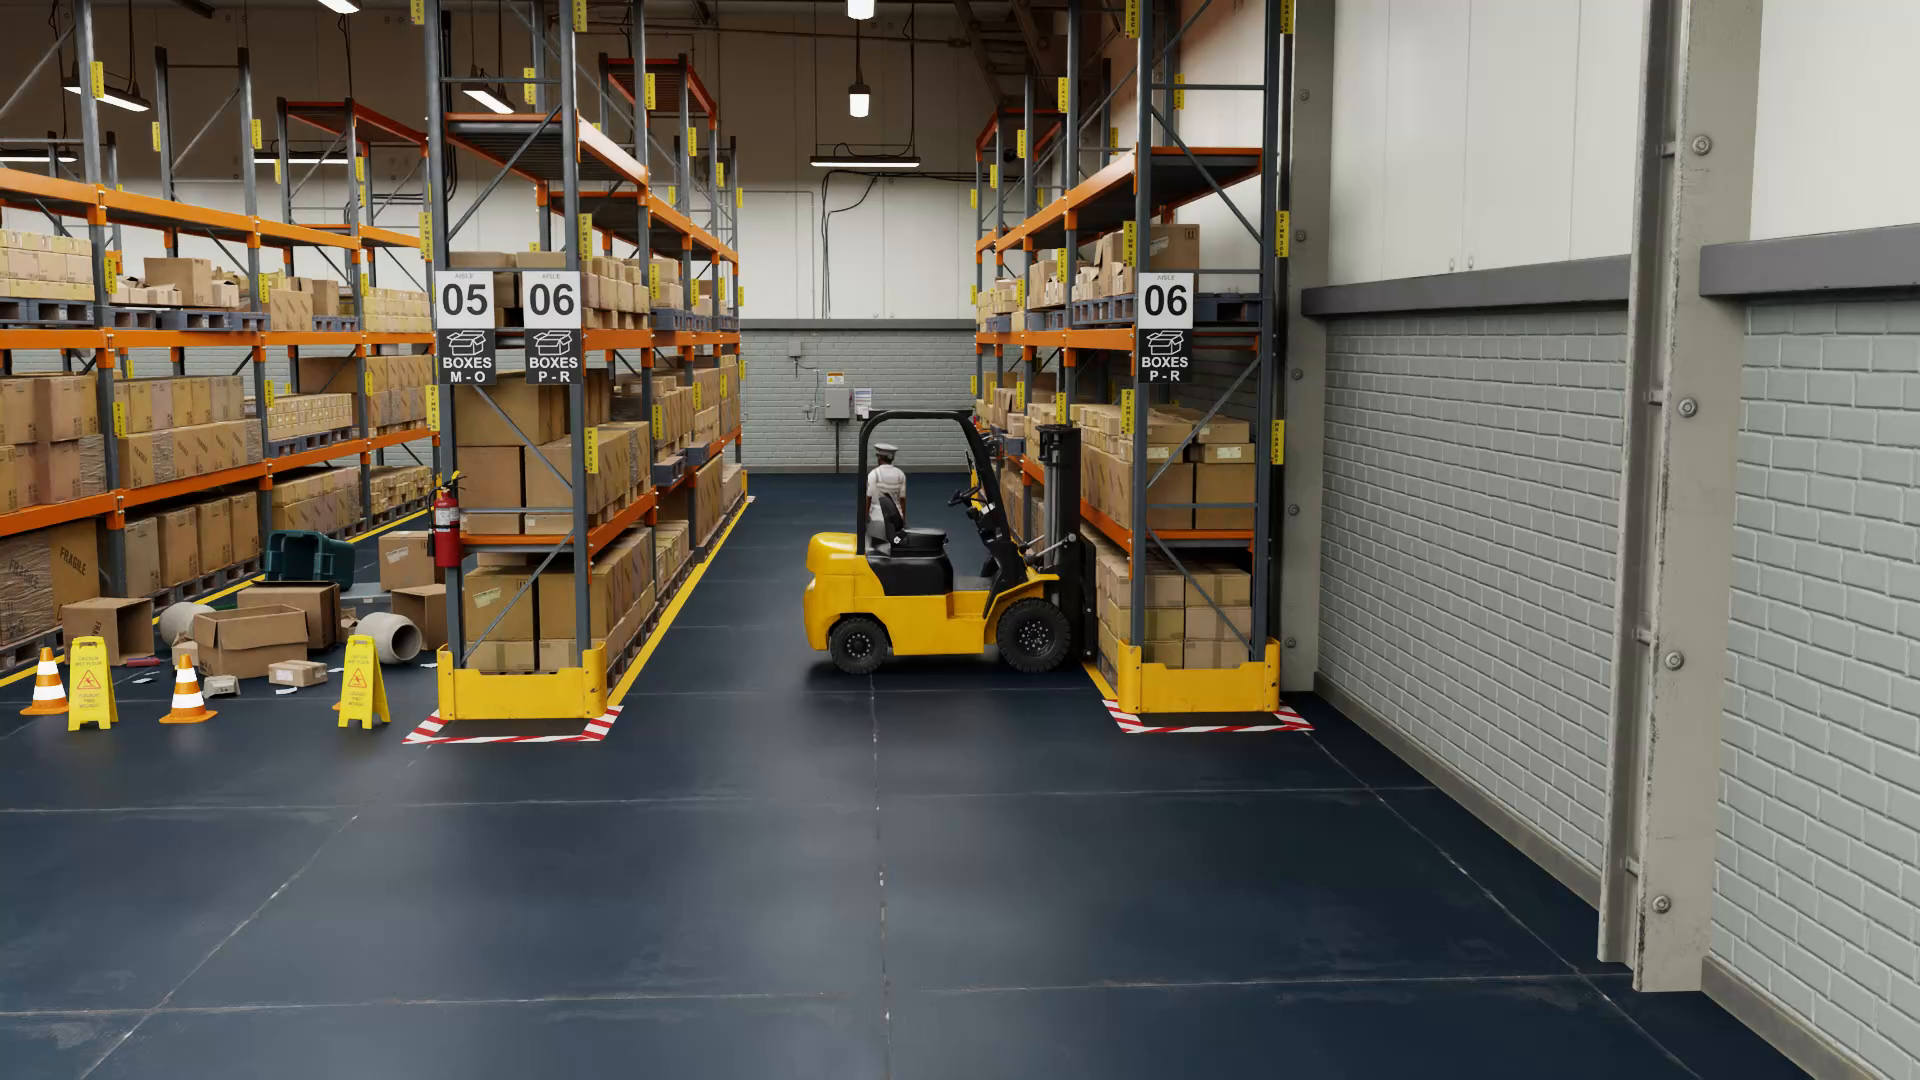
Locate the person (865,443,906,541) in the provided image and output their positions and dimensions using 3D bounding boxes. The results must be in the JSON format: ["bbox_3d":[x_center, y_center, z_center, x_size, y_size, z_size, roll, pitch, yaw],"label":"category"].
[{"bbox_3d":[-0.771,-0.162,16.998,0.472,1.646,0.792,-5,8,-34],"label":"person"}]
